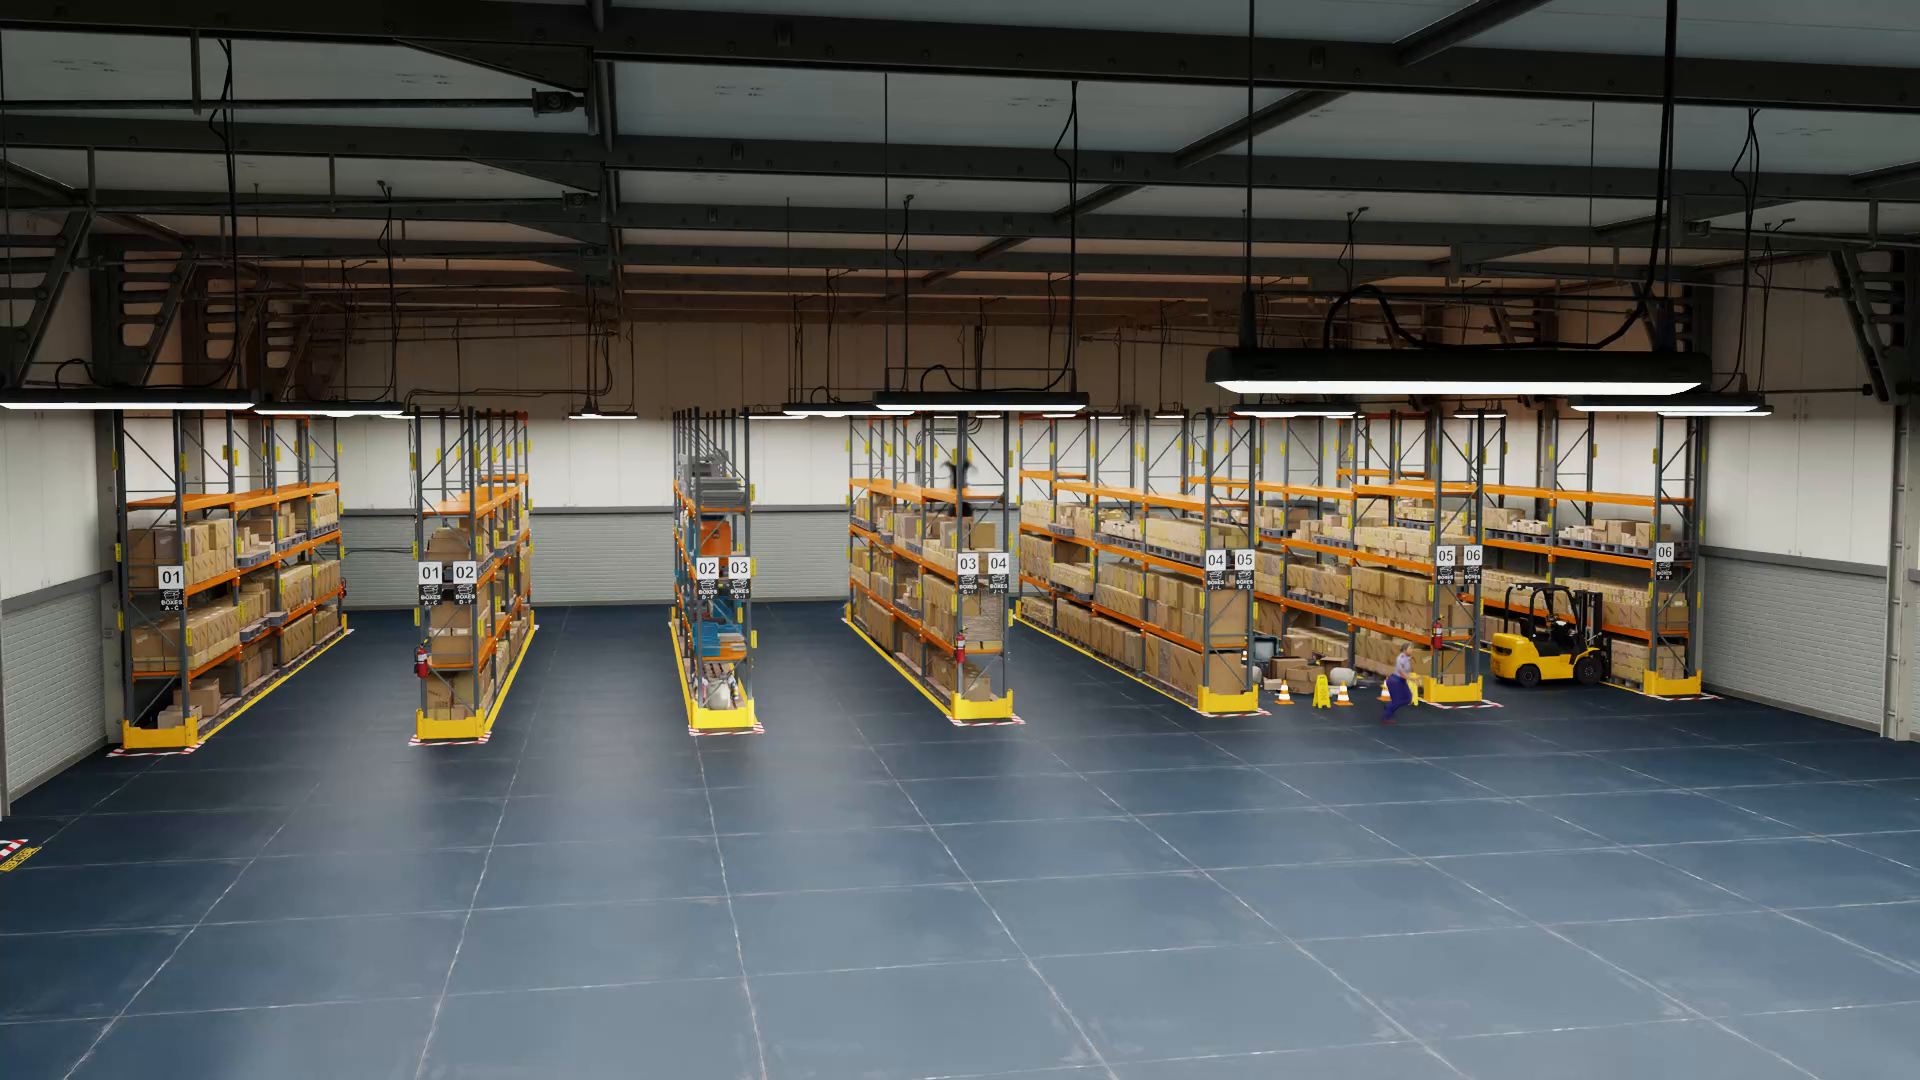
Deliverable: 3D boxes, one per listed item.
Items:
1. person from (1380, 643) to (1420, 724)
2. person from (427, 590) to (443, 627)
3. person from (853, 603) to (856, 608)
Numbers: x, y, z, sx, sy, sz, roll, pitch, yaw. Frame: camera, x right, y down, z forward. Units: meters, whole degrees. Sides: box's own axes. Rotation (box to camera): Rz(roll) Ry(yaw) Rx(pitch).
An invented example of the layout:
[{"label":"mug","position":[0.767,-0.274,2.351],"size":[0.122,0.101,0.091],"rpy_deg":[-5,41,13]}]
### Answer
[{"label":"person","position":[8.349,2.714,31.478],"size":[0.738,1.557,0.613],"rpy_deg":[2,5,28]},{"label":"person","position":[-13.850,1.815,43.881],"size":[0.609,1.576,0.806],"rpy_deg":[-1,4,-20]},{"label":"person","position":[-2.813,1.395,48.736],"size":[0.789,1.763,0.697],"rpy_deg":[0,4,-4]}]
